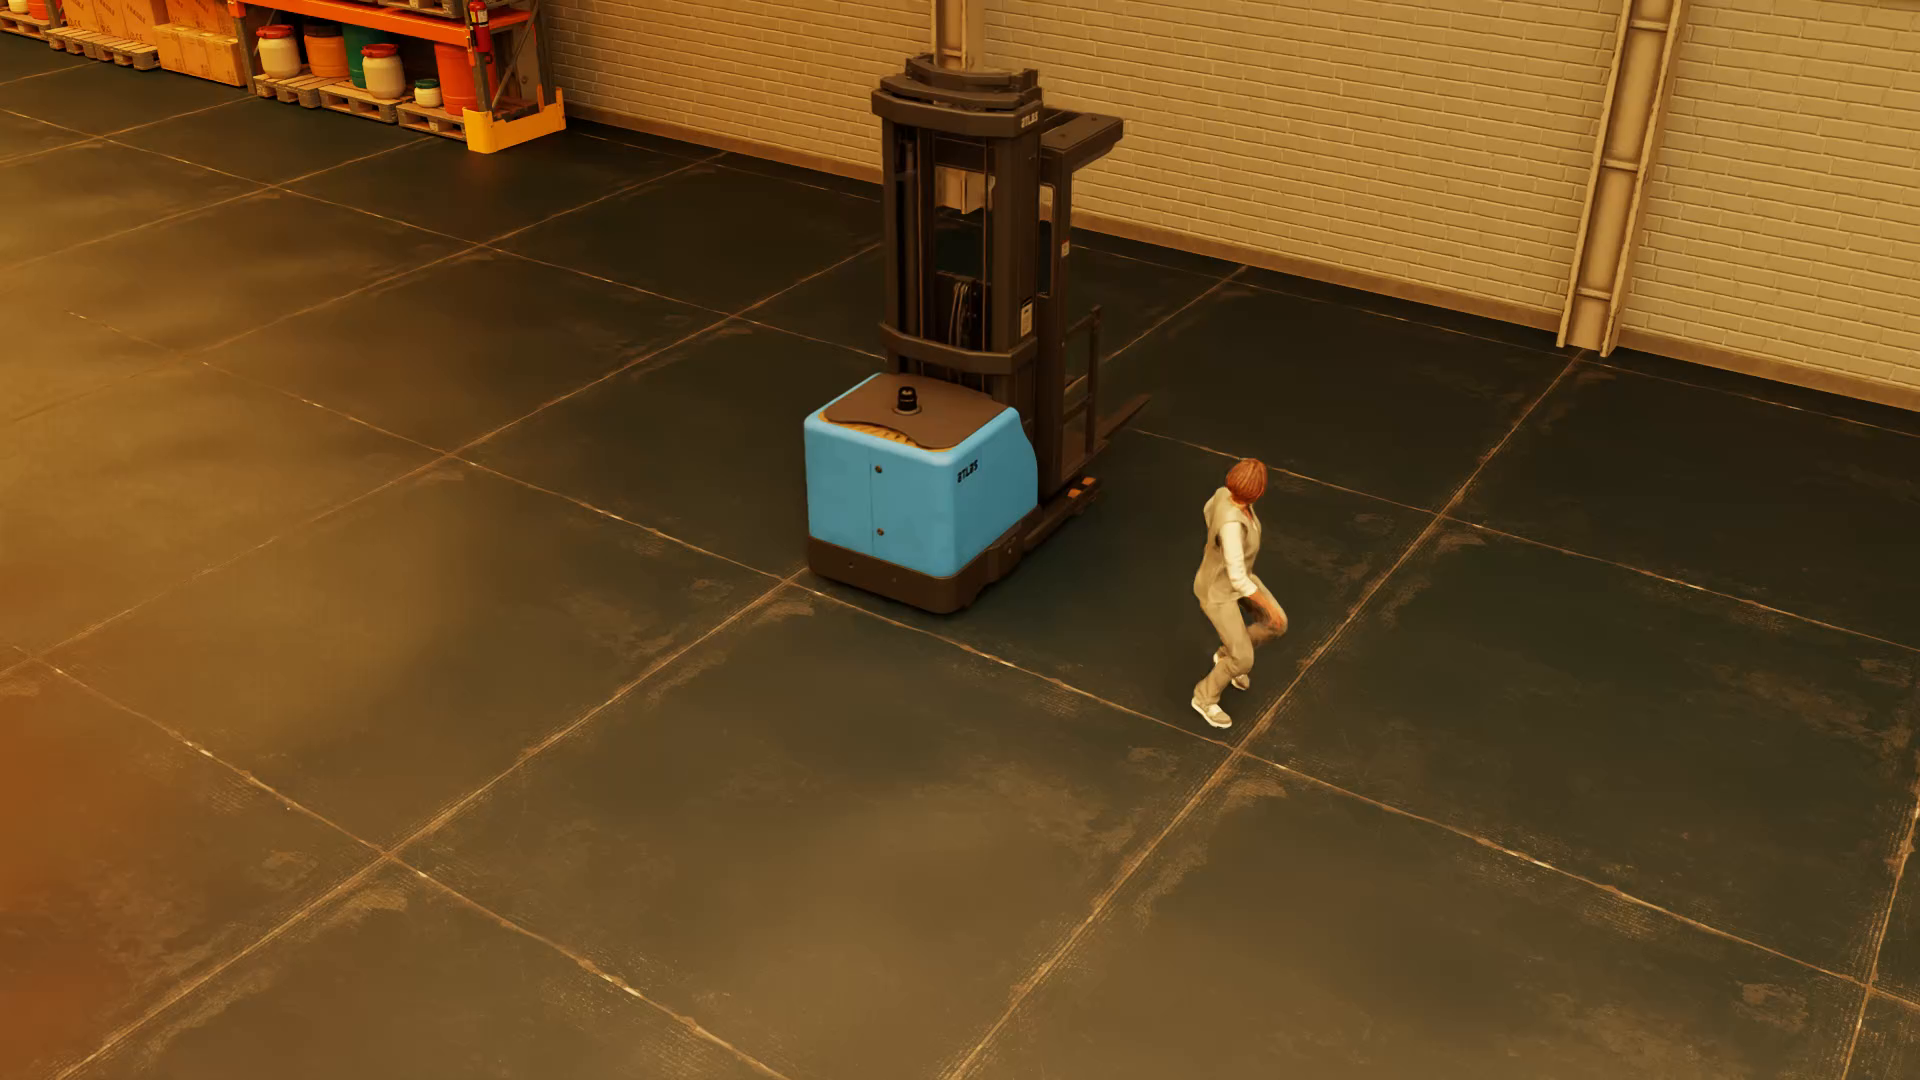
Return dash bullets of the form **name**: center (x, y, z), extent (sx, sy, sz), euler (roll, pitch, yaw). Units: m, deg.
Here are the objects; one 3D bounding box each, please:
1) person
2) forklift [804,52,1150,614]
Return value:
- **person**: center (1.434, 0.251, 8.575), extent (0.580, 1.512, 0.648), euler (14, 33, 23)
- **forklift**: center (0.279, -1.544, 10.240), extent (1.130, 2.935, 3.031), euler (17, 34, 27)
